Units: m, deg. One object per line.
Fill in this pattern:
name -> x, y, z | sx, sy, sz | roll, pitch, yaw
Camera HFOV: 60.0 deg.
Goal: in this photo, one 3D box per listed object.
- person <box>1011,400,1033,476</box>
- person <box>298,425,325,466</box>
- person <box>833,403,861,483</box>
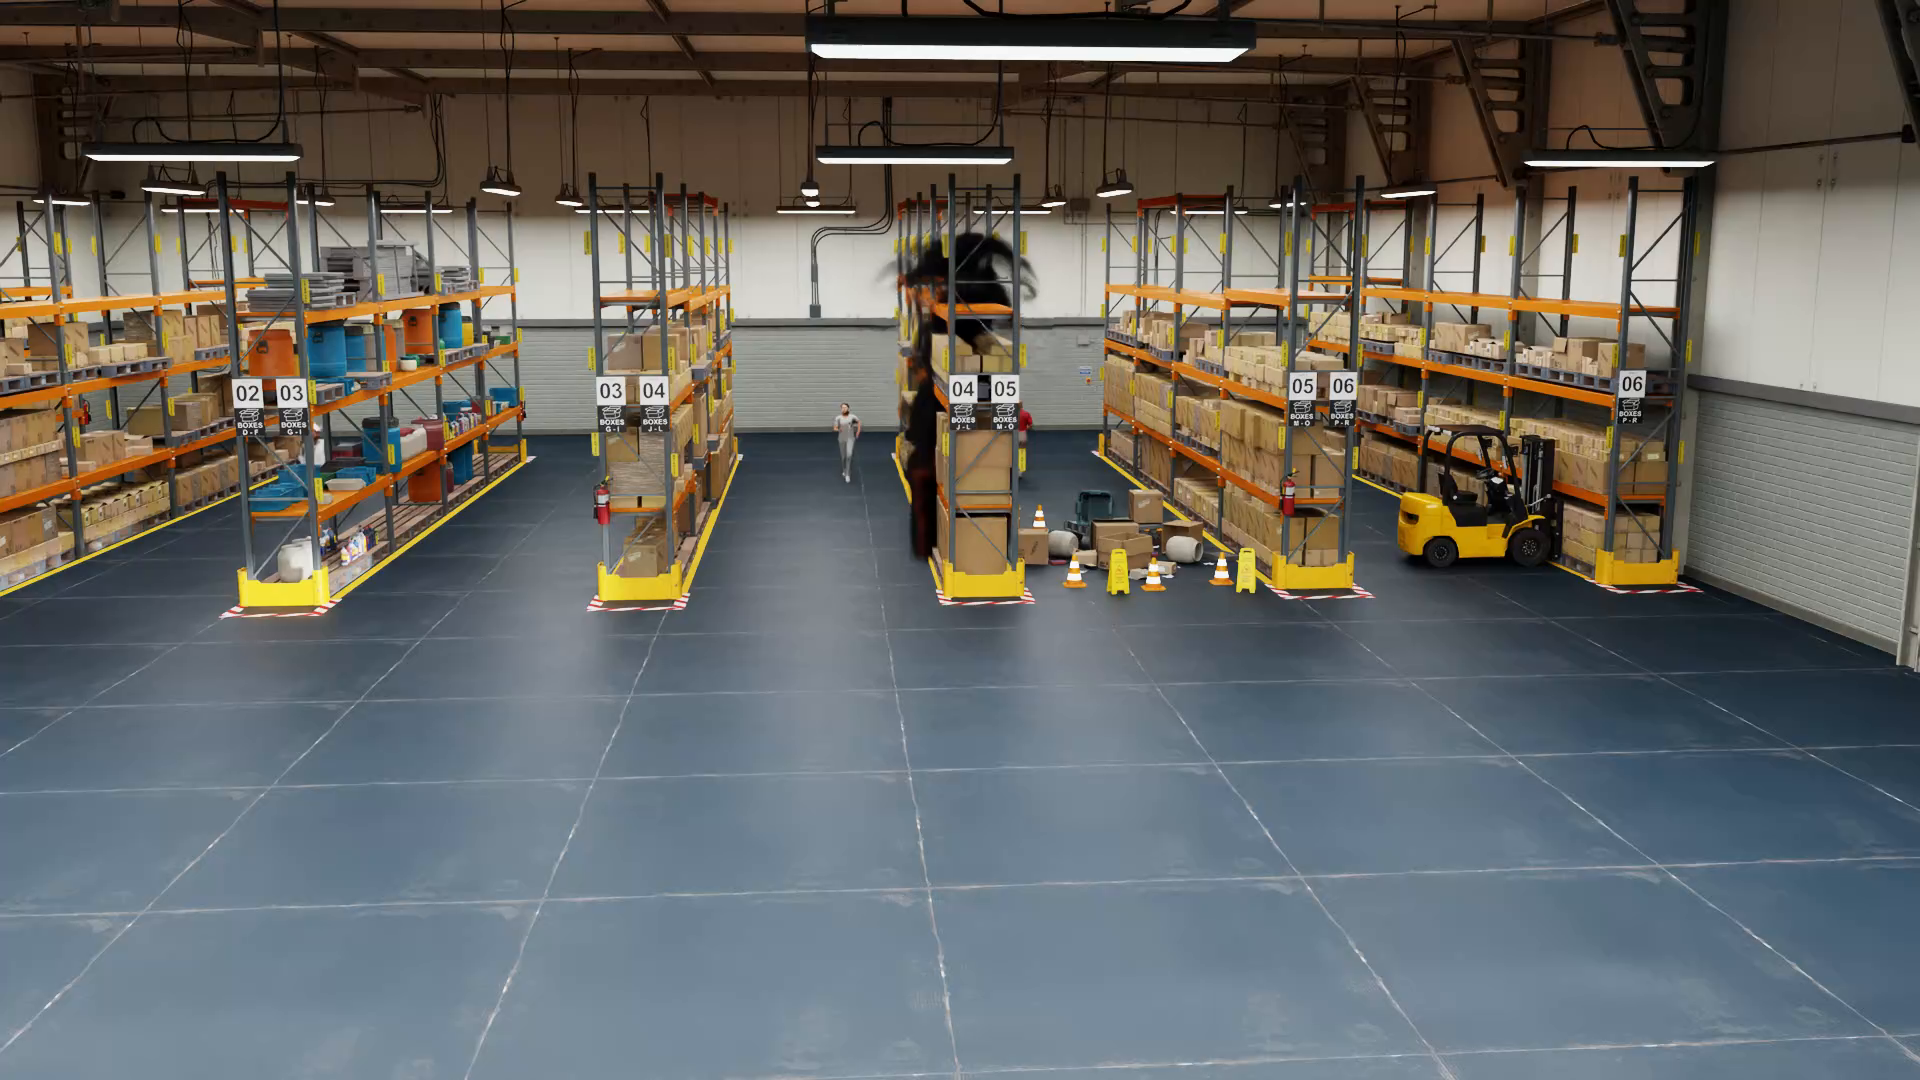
person -> 1.249, -2.247, 36.532 | 0.651, 1.680, 0.590 | -2, 10, -12
person -> -11.997, -1.297, 31.071 | 0.707, 1.729, 0.609 | -1, 10, -4
person -> -2.452, -2.124, 36.001 | 0.569, 1.694, 0.880 | 1, 10, 4
